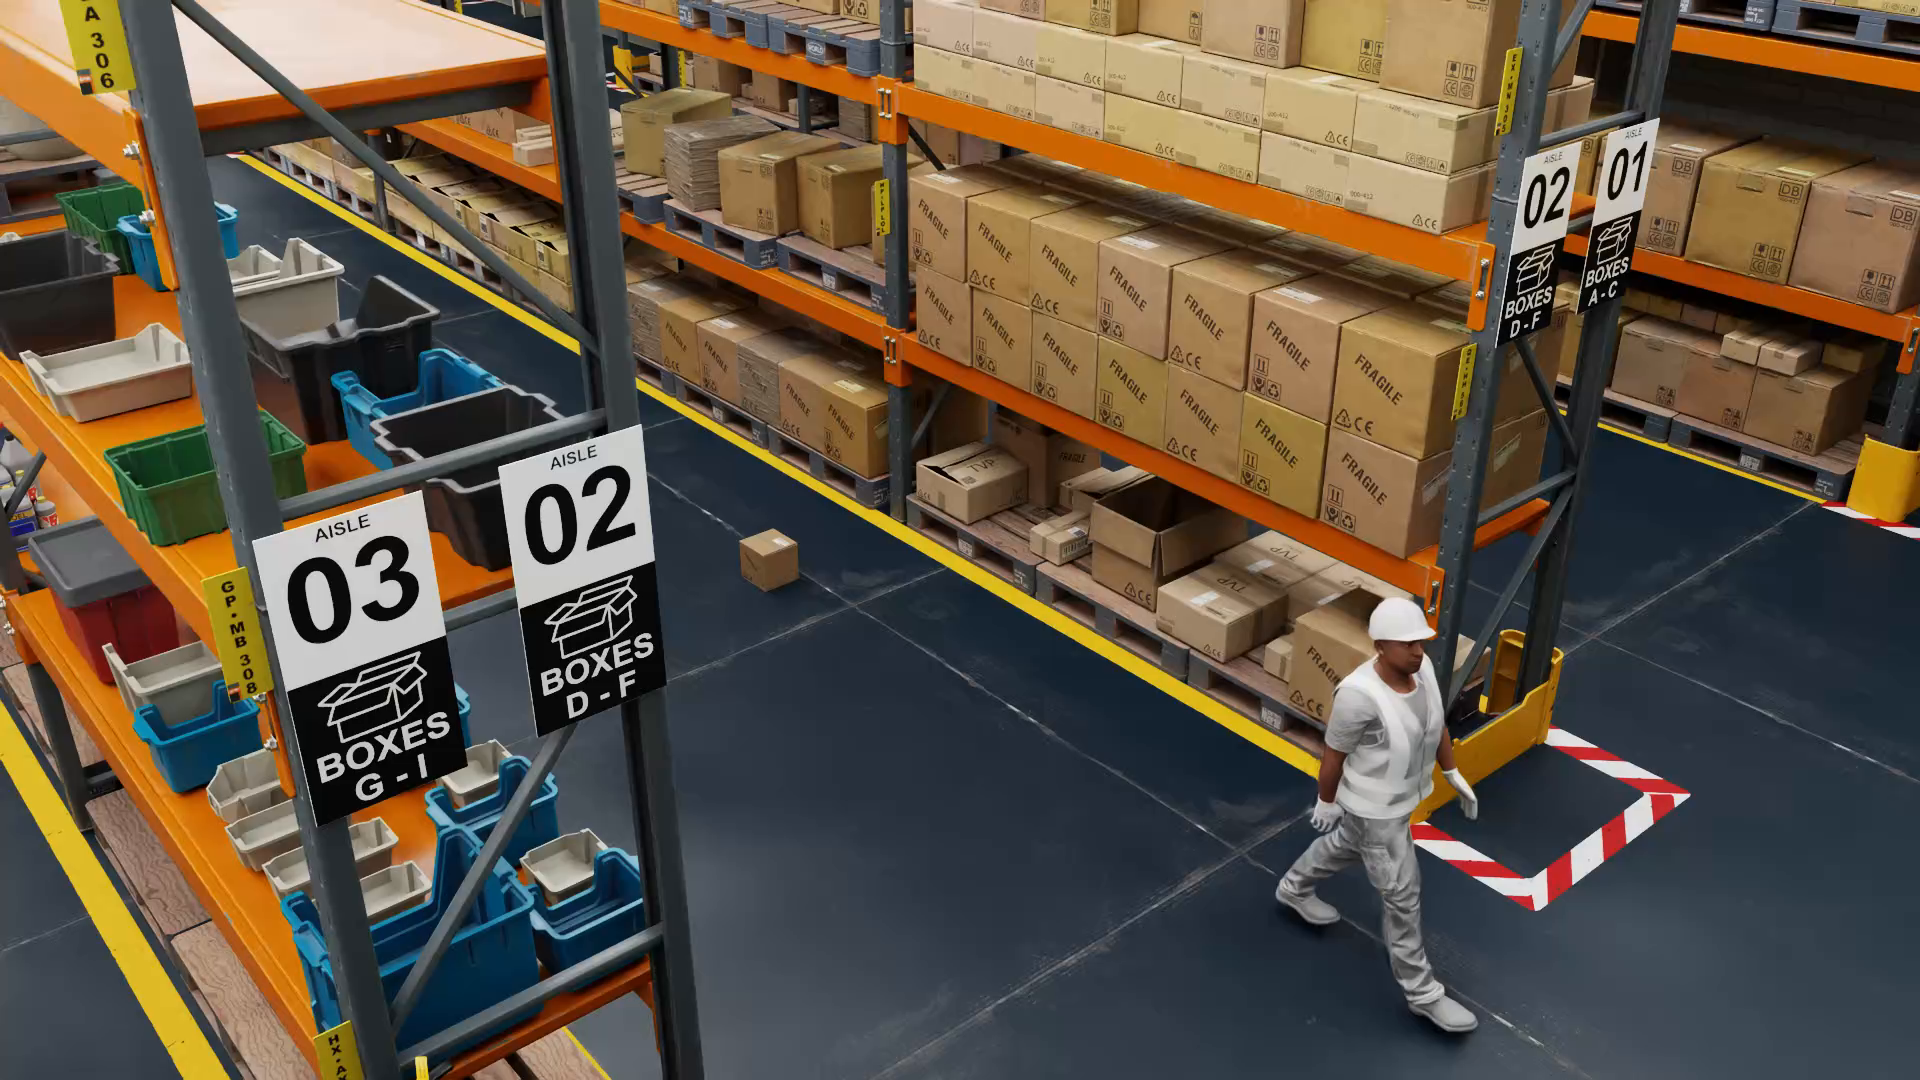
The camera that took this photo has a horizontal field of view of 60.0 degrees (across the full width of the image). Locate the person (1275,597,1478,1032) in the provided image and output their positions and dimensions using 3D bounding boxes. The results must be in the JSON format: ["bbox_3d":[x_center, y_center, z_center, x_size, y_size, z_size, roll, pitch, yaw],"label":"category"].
[{"bbox_3d":[1.764,1.029,6.653,1.054,1.733,0.553,24,36,37],"label":"person"}]
